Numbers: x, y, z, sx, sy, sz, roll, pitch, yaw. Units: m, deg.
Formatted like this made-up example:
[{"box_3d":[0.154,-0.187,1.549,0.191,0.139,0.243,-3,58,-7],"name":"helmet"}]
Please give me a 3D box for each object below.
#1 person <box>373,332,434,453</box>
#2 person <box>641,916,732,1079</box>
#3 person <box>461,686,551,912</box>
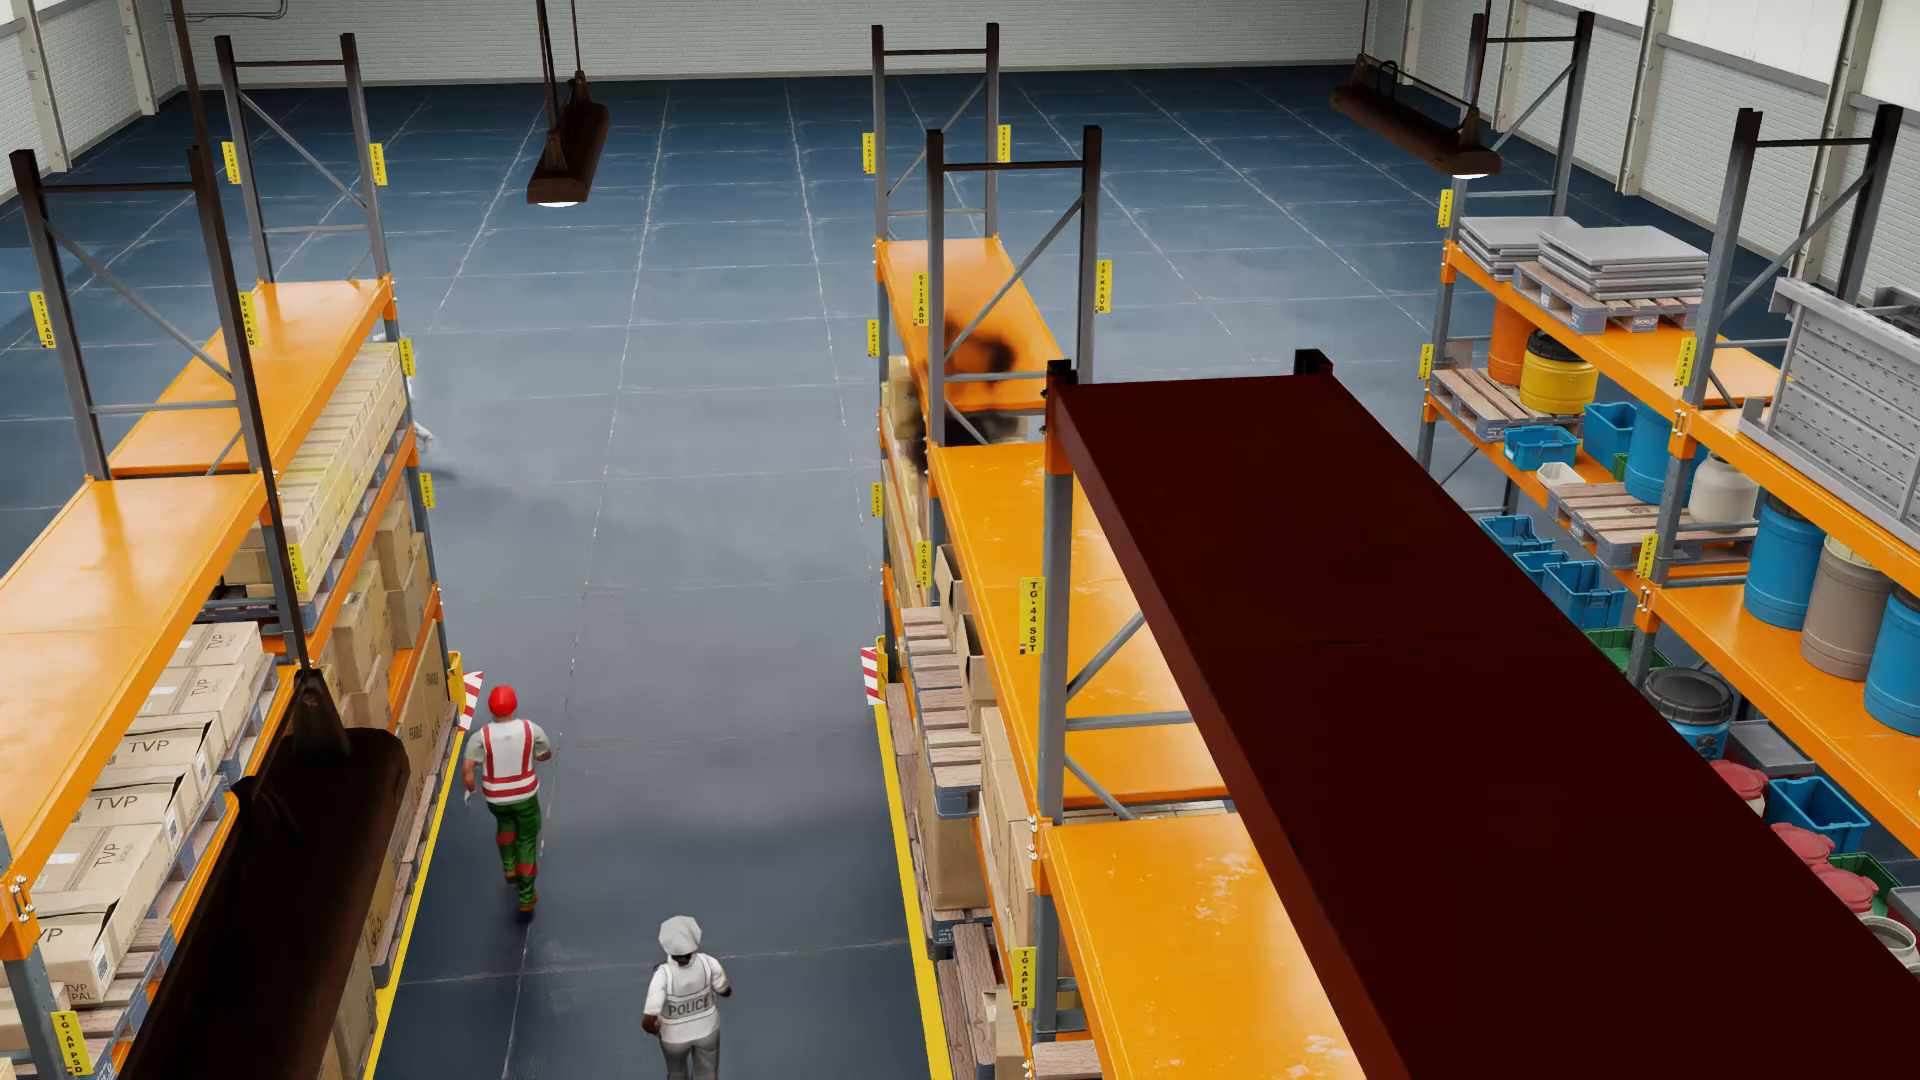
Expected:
[{"box_3d":[-6.868,-1.731,20.237,0.849,1.658,0.607,12,28,24],"name":"person"},{"box_3d":[-1.641,3.011,10.171,0.537,1.694,0.876,-8,27,-17],"name":"person"},{"box_3d":[-3.369,1.889,12.477,0.643,1.796,0.799,-5,26,-10],"name":"person"}]
